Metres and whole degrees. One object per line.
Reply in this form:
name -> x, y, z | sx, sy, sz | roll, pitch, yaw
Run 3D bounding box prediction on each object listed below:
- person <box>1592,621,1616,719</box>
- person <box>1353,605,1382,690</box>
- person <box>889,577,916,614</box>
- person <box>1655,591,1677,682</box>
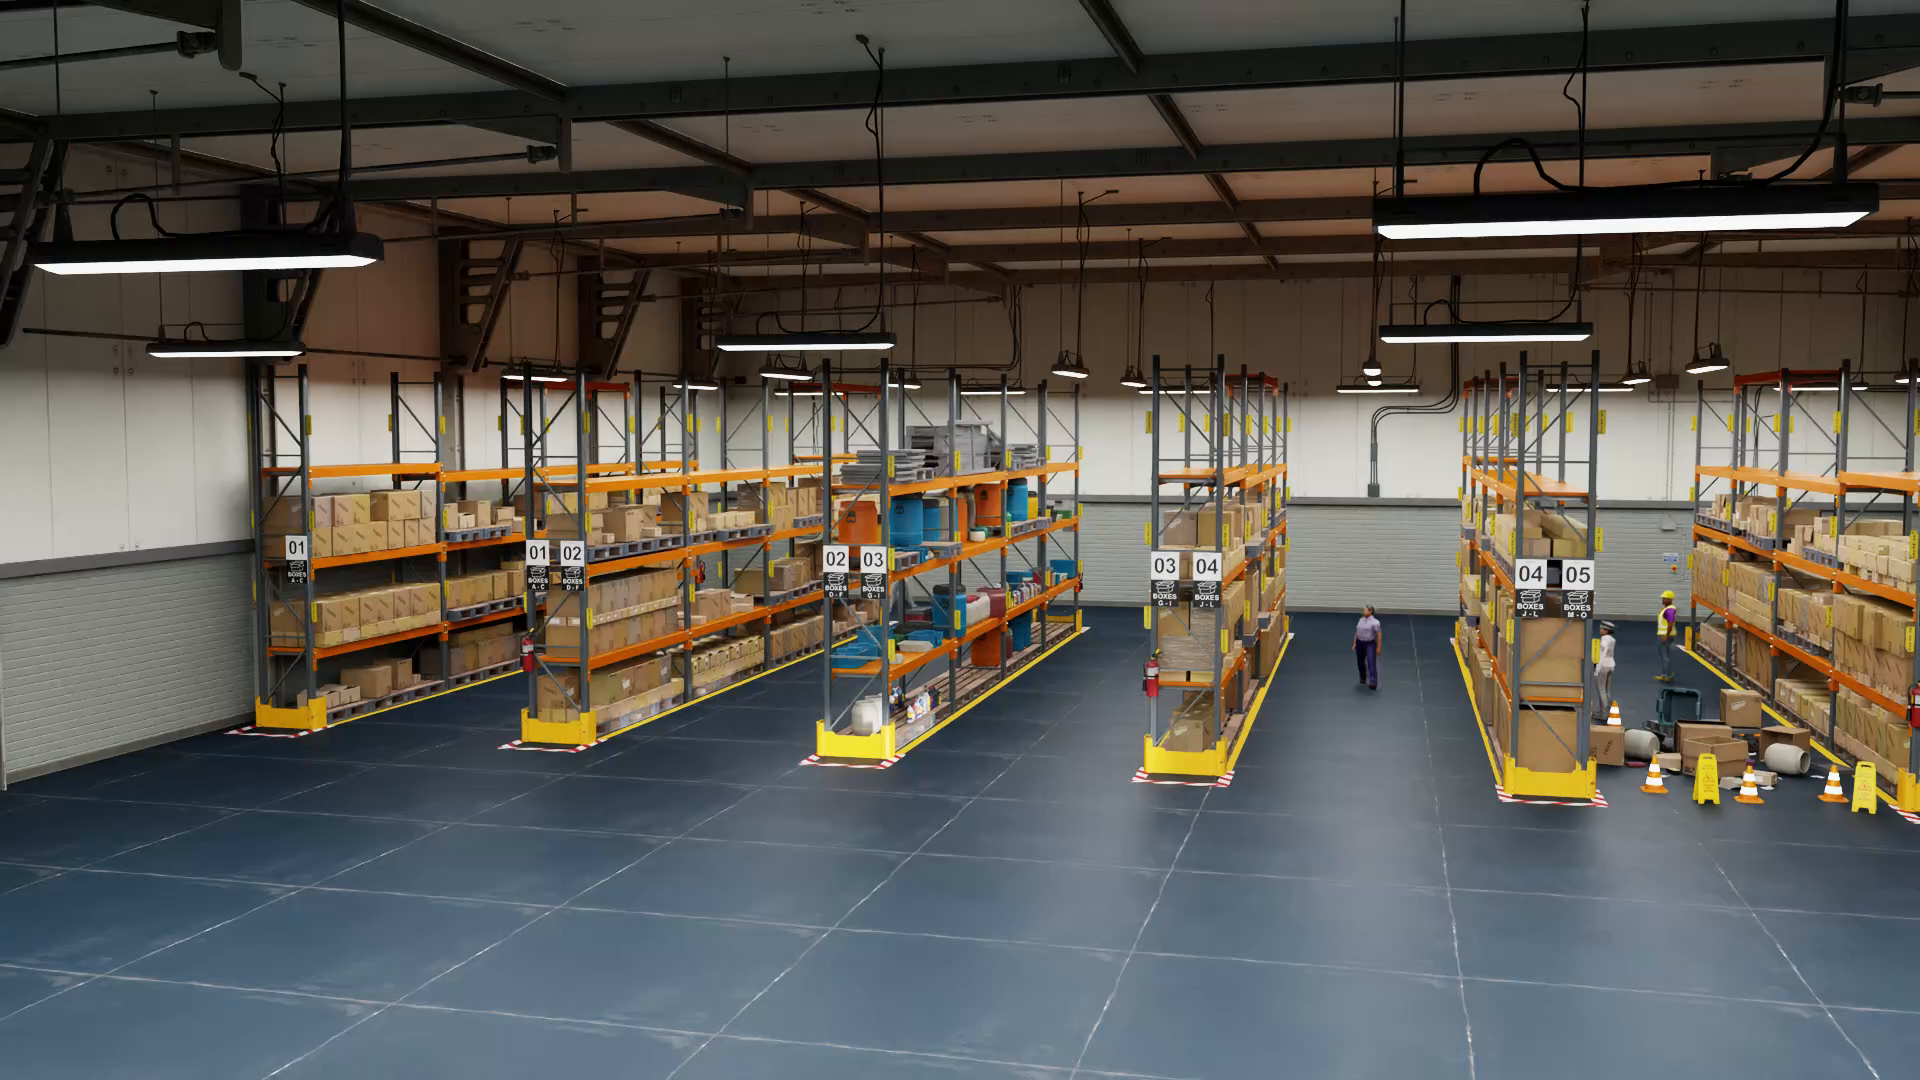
person -> 10.974, 2.204, 28.482 | 0.497, 1.676, 0.530 | -2, 5, -29
person -> 7.762, 2.028, 31.655 | 0.540, 1.596, 0.959 | 2, 5, 29
person -> -1.613, 1.086, 44.098 | 1.045, 1.724, 0.628 | -4, 5, -42
person -> 13.839, 1.894, 32.608 | 0.454, 1.799, 0.613 | 3, 5, 41
